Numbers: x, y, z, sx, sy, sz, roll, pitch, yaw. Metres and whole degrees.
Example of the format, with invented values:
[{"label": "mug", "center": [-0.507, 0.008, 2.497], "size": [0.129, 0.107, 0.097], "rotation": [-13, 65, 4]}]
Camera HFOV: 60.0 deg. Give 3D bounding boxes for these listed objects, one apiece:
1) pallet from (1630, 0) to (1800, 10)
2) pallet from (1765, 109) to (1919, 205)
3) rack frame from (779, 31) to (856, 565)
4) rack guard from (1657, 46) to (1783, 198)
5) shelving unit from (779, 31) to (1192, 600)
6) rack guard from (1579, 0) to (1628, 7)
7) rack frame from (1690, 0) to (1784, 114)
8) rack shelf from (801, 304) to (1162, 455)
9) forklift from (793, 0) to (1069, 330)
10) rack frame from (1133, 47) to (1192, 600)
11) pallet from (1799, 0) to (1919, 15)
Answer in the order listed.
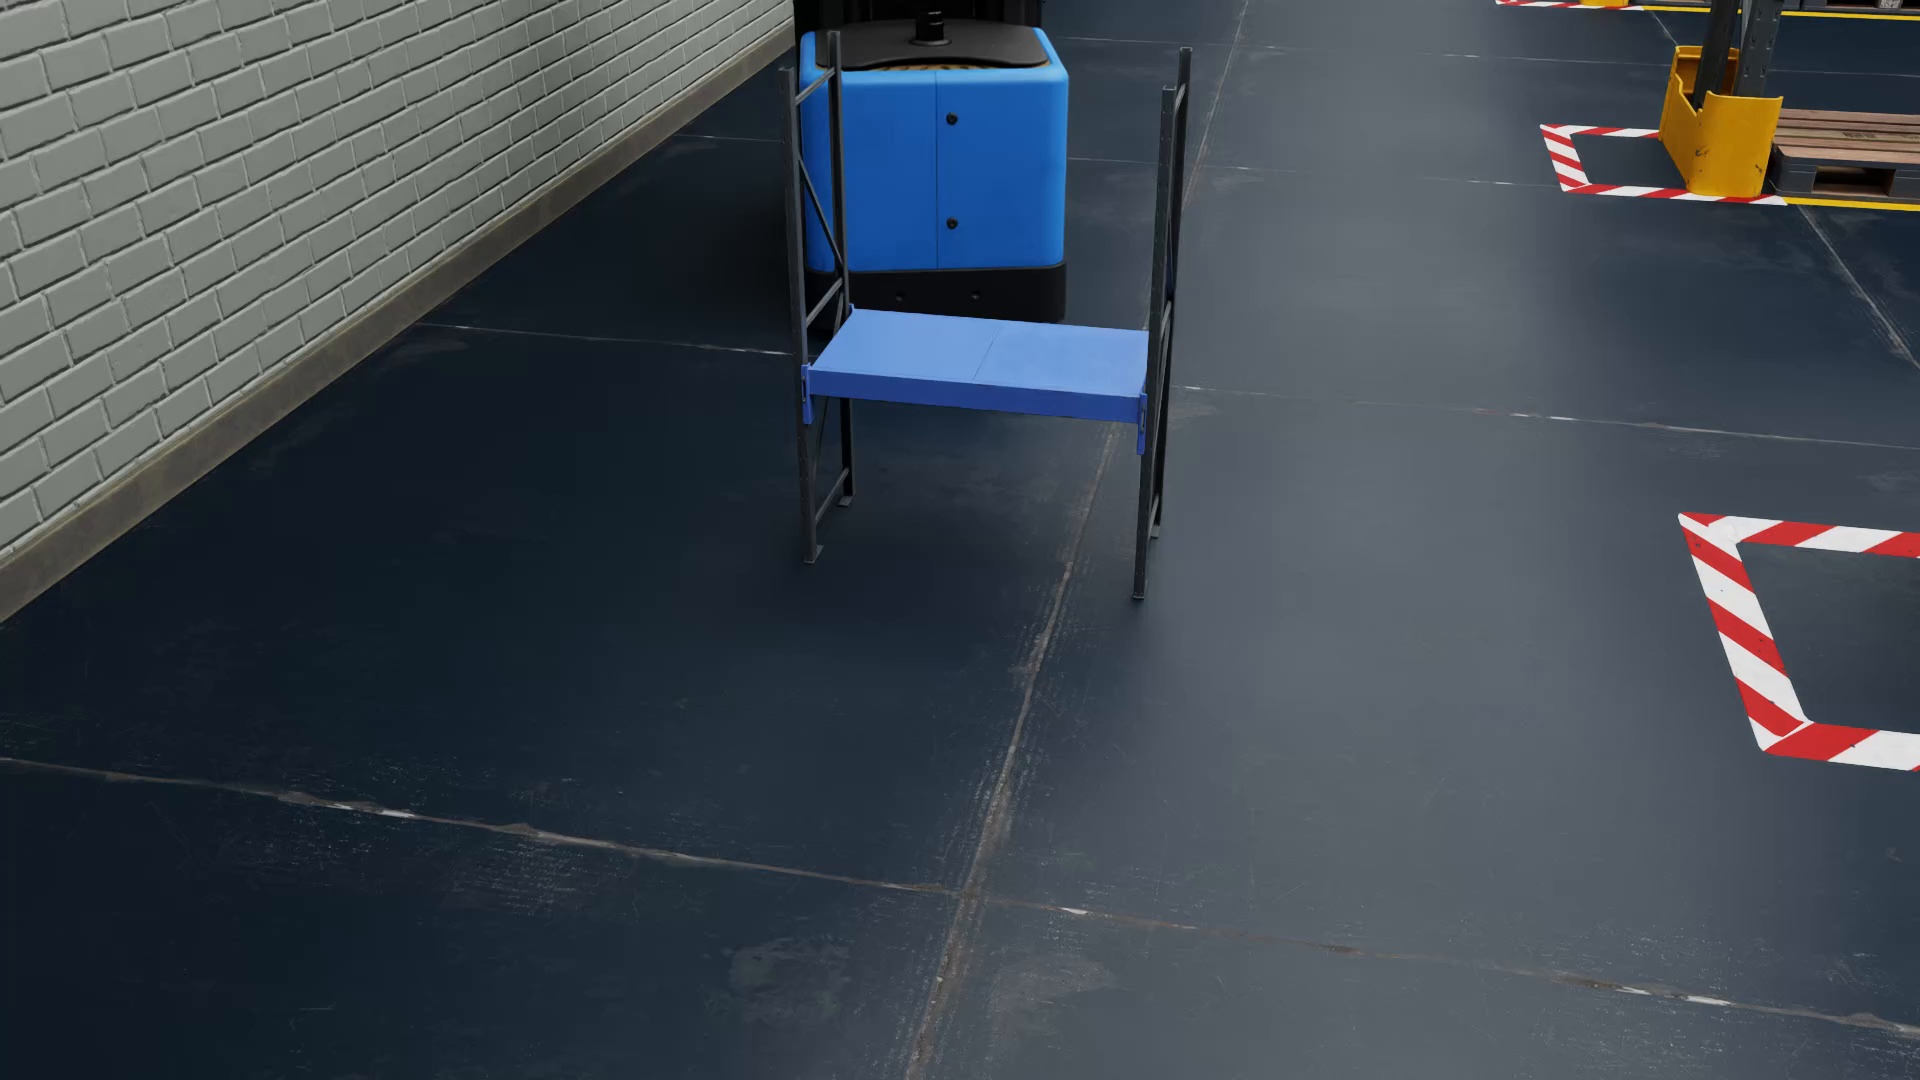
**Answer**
[{"label": "pallet", "center": [5.862, -4.391, 13.050], "size": [1.213, 0.211, 1.003], "rotation": [6, 29, 11]}, {"label": "pallet", "center": [4.828, -2.007, 8.696], "size": [1.213, 0.211, 1.003], "rotation": [6, 29, 11]}, {"label": "rack frame", "center": [-0.414, -0.700, 4.967], "size": [0.032, 1.500, 0.500], "rotation": [6, 29, 11]}, {"label": "rack guard", "center": [4.003, -2.231, 8.805], "size": [0.348, 0.500, 1.175], "rotation": [6, 29, 11]}, {"label": "shelving unit", "center": [0.083, -0.649, 4.874], "size": [1.048, 1.500, 0.538], "rotation": [6, 29, 11]}, {"label": "rack guard", "center": [5.040, -4.563, 13.064], "size": [0.348, 0.500, 1.175], "rotation": [6, 29, 11]}, {"label": "rack frame", "center": [4.029, -3.331, 8.211], "size": [0.127, 3.000, 1.000], "rotation": [6, 29, 11]}, {"label": "rack shelf", "center": [0.083, -0.492, 4.961], "size": [1.000, 0.185, 0.538], "rotation": [6, 29, 11]}, {"label": "forklift", "center": [-0.204, -2.798, 7.308], "size": [1.130, 2.935, 3.031], "rotation": [-2, 29, -4]}, {"label": "rack frame", "center": [0.581, -0.598, 4.781], "size": [0.032, 1.500, 0.500], "rotation": [6, 29, 11]}, {"label": "pallet", "center": [7.051, -4.267, 12.825], "size": [1.213, 0.211, 1.003], "rotation": [6, 29, 11]}]
